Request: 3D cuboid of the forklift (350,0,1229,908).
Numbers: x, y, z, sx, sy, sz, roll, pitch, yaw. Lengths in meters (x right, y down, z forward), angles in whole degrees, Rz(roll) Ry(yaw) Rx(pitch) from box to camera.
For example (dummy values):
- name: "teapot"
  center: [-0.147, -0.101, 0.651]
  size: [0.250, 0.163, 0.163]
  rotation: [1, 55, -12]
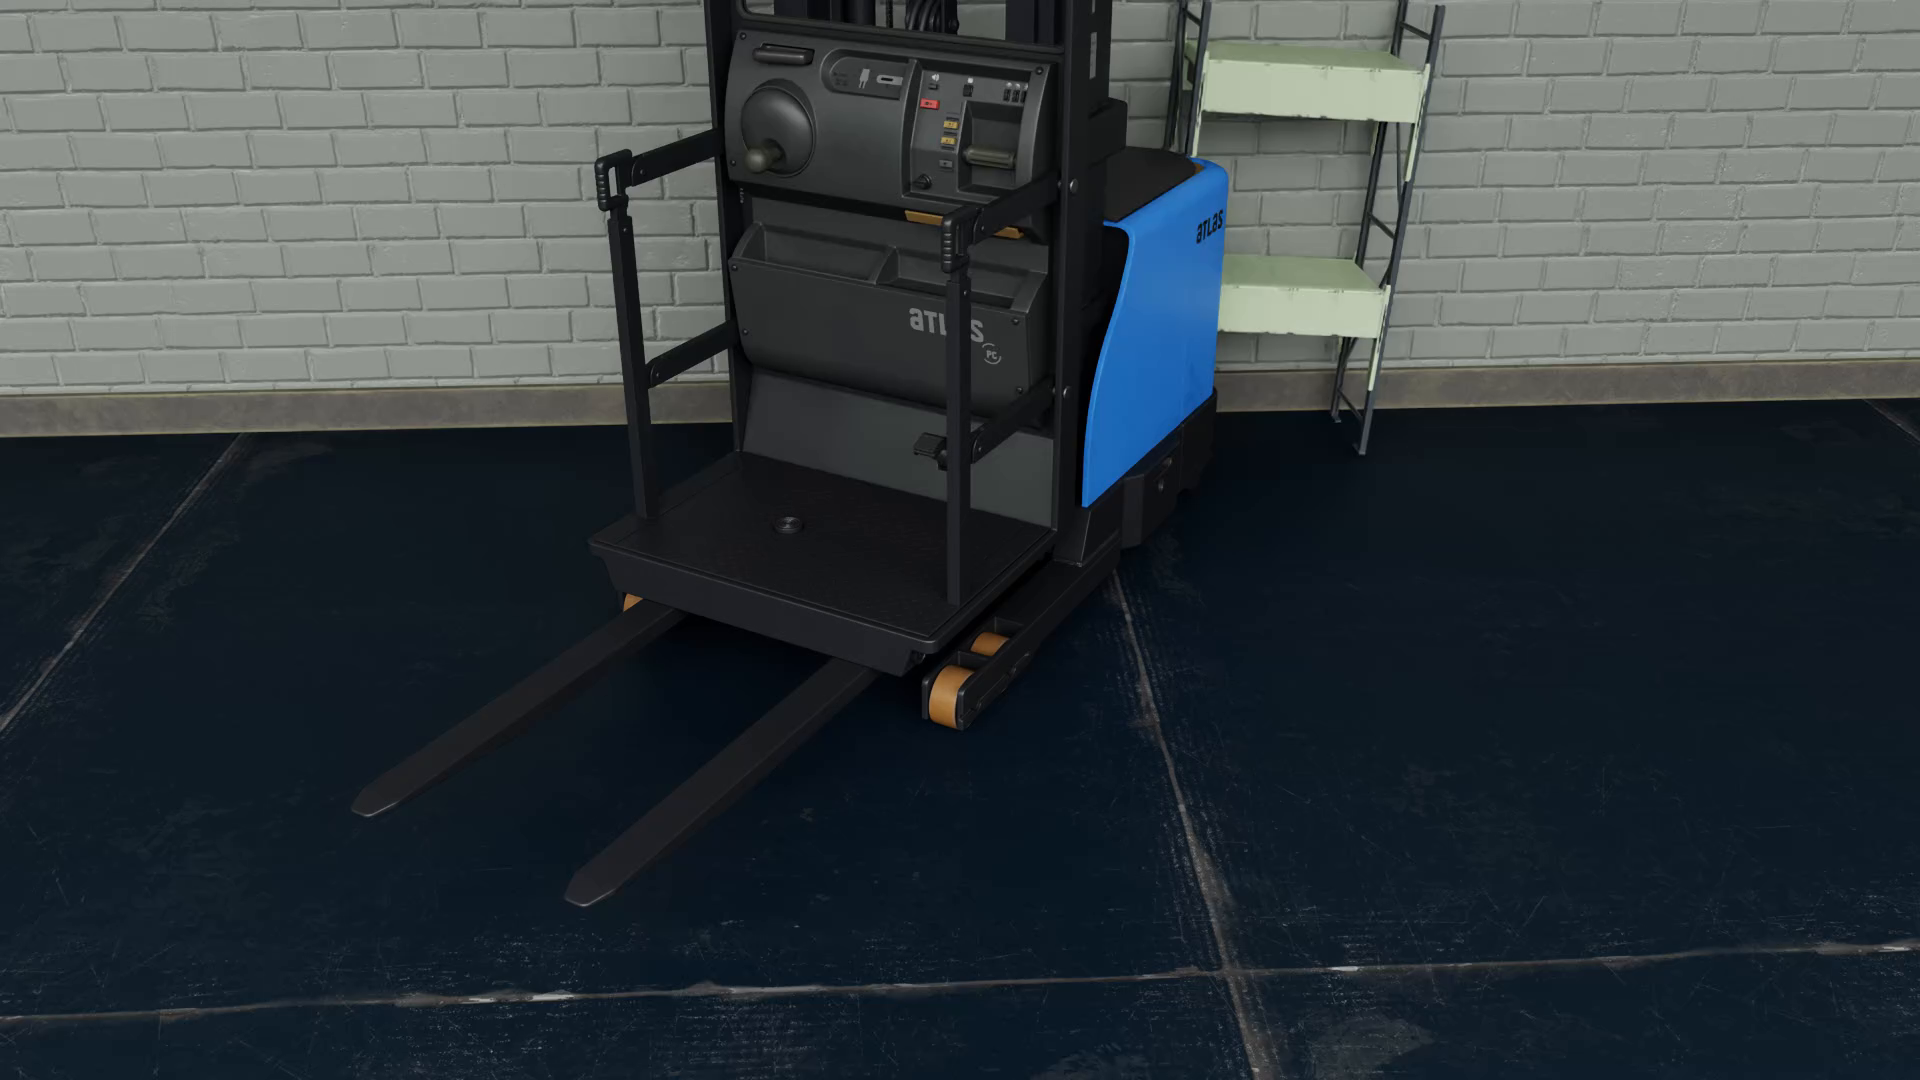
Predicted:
- name: "forklift"
  center: [-0.305, -1.048, 4.090]
  size: [1.130, 2.935, 3.031]
  rotation: [15, 31, 26]

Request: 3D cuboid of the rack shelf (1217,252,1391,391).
- name: "rack shelf"
  center: [1.048, -0.776, 5.749]
  size: [0.720, 0.370, 0.431]
  rotation: [2, 25, -5]

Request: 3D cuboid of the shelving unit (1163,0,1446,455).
- name: "shelving unit"
  center: [1.069, -1.071, 5.611]
  size: [0.755, 1.500, 0.431]
  rotation: [2, 25, -5]

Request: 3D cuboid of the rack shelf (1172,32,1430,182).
- name: "rack shelf"
  center: [1.094, -1.424, 5.447]
  size: [0.720, 0.370, 0.431]
  rotation: [2, 25, -5]

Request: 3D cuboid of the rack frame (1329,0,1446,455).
- name: "rack frame"
  center: [1.433, -1.059, 5.641]
  size: [0.023, 1.500, 0.400]
  rotation: [2, 25, -5]

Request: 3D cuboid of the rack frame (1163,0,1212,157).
- name: "rack frame"
  center: [0.704, -1.083, 5.582]
  size: [0.023, 1.500, 0.400]
  rotation: [2, 25, -5]
